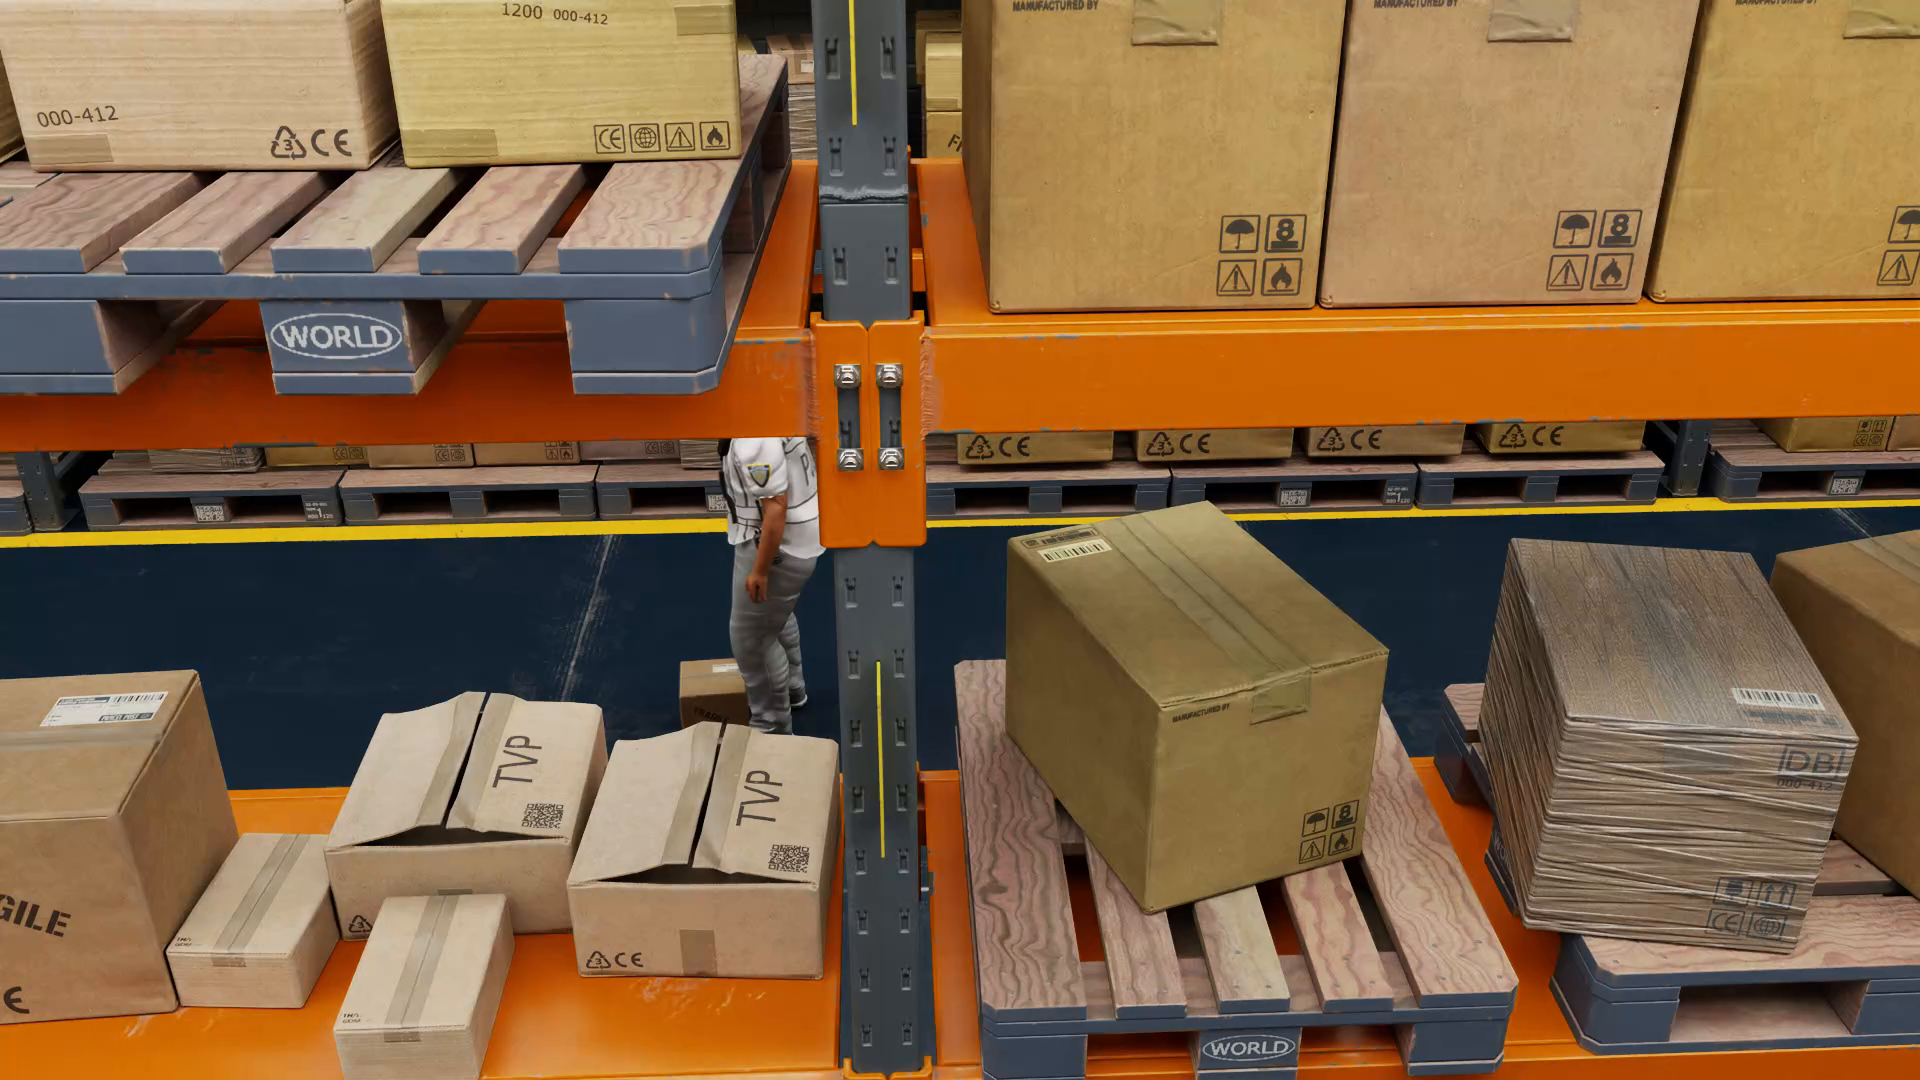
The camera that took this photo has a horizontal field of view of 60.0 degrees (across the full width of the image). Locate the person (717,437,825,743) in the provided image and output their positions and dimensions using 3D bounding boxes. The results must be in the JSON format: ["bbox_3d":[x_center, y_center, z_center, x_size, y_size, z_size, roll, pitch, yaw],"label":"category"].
[{"bbox_3d":[-0.730,0.003,6.106,0.465,1.667,0.564,-3,28,-5],"label":"person"}]
